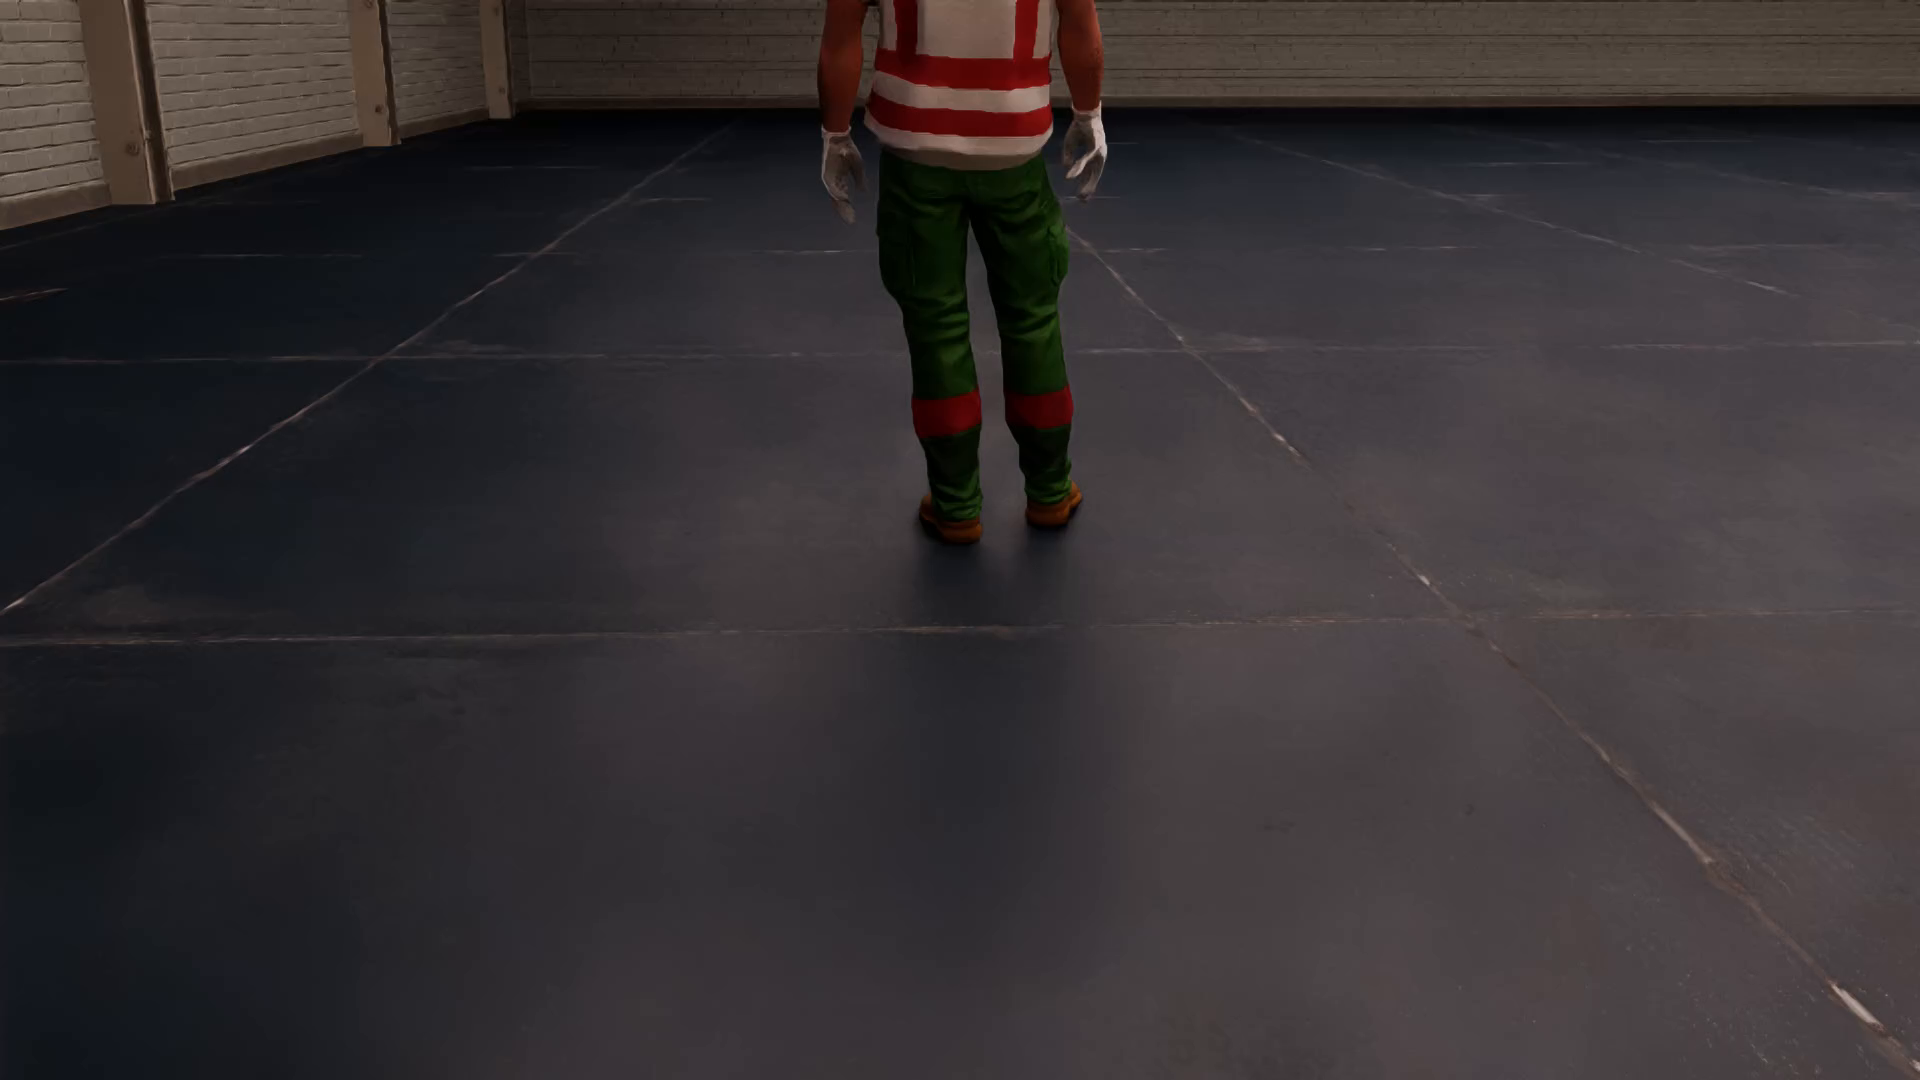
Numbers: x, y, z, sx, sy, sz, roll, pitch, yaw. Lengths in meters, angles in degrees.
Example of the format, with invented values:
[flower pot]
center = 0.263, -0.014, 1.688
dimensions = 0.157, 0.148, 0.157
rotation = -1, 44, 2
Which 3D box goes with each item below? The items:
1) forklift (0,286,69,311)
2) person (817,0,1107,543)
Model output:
[forklift]
center = -4.112, -1.743, 4.606
dimensions = 1.130, 2.935, 3.031
rotation = 5, 18, 16
[person]
center = 0.007, -0.886, 3.732
dimensions = 0.637, 1.787, 0.563
rotation = -1, 17, -3
